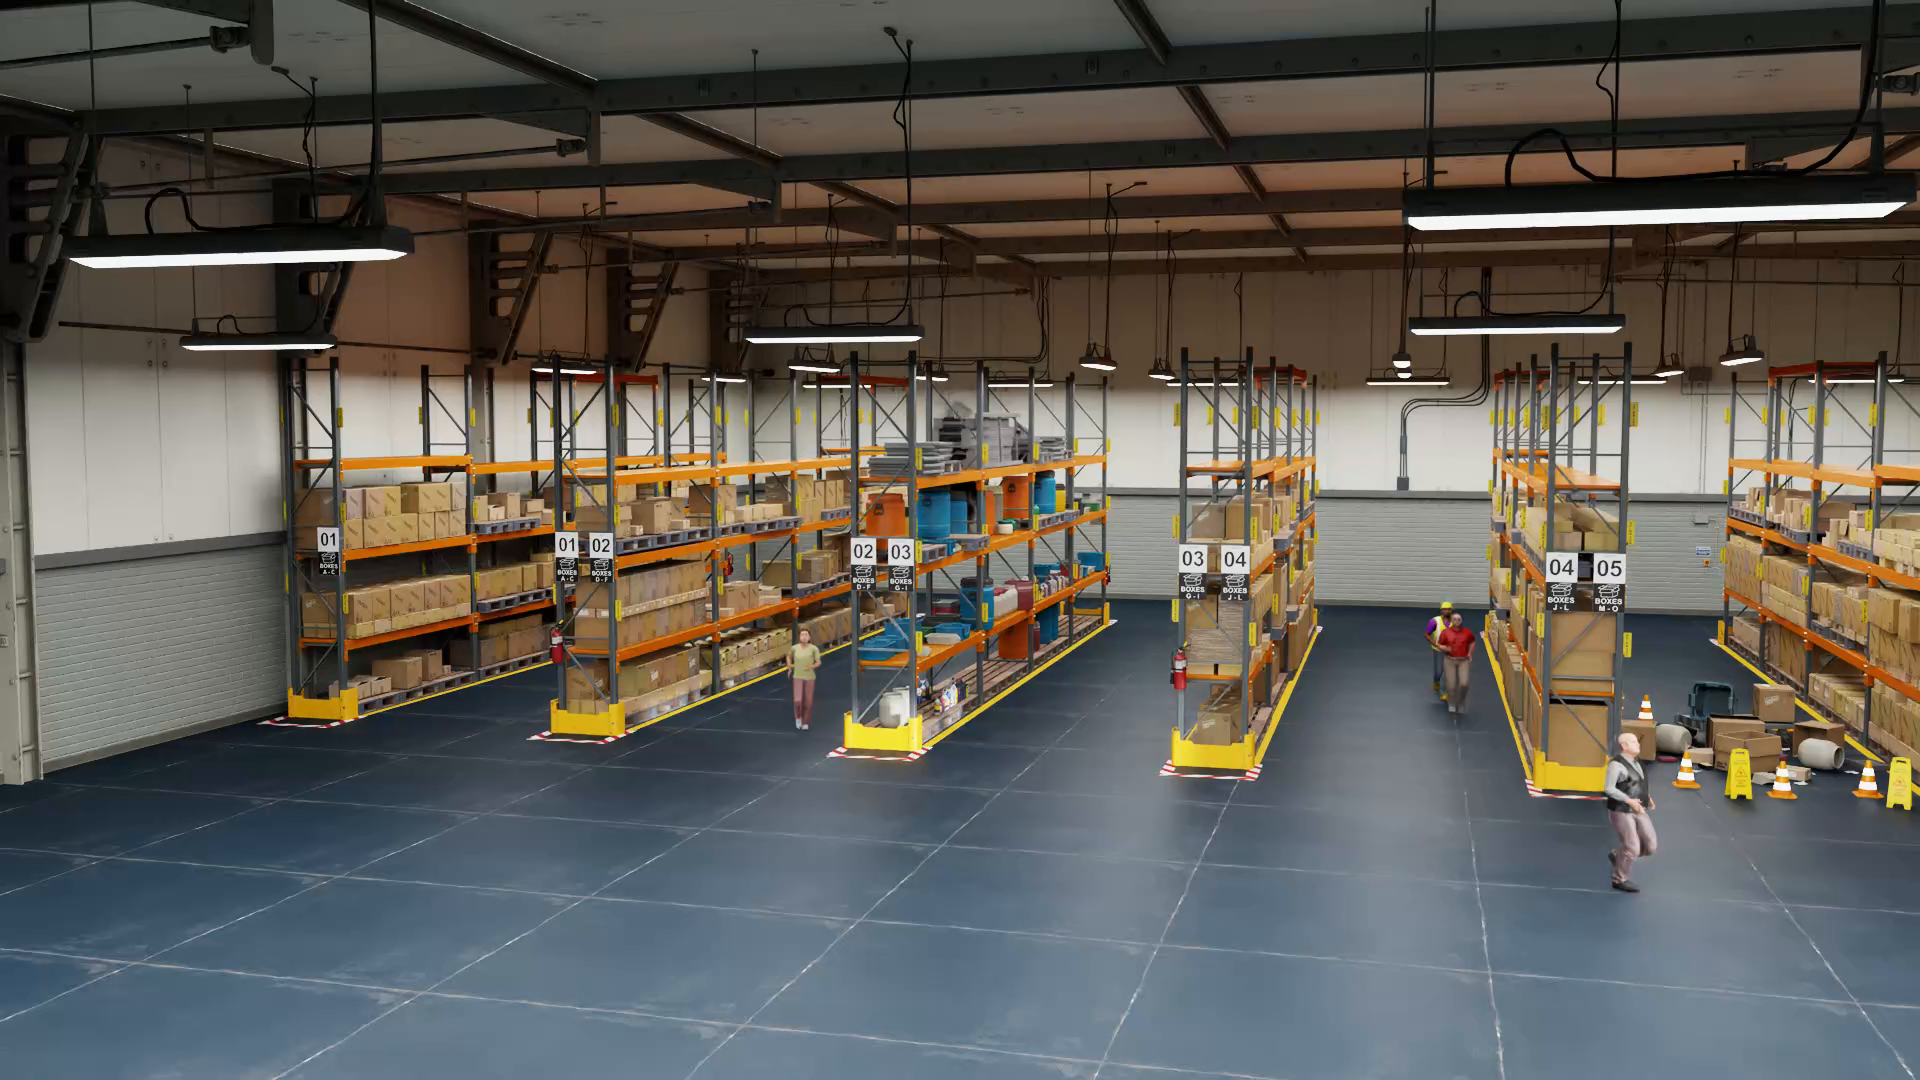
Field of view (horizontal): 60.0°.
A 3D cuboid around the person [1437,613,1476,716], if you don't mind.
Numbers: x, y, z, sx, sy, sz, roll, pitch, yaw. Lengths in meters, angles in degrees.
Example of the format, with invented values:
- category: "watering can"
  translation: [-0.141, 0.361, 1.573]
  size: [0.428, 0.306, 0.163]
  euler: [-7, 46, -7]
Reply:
- category: "person"
  translation: [8.362, 2.106, 27.963]
  size: [0.645, 1.733, 0.651]
  euler: [1, 4, 12]

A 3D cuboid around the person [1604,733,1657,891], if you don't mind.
- category: "person"
  translation: [7.081, 2.870, 17.583]
  size: [0.638, 1.675, 0.576]
  euler: [-3, 5, -35]

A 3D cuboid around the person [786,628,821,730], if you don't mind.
- category: "person"
  translation: [-2.469, 2.207, 26.262]
  size: [0.561, 1.629, 0.595]
  euler: [0, 4, -4]

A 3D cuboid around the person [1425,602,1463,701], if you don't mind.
- category: "person"
  translation: [8.622, 1.960, 29.569]
  size: [0.697, 1.743, 0.768]
  euler: [0, 4, 6]
